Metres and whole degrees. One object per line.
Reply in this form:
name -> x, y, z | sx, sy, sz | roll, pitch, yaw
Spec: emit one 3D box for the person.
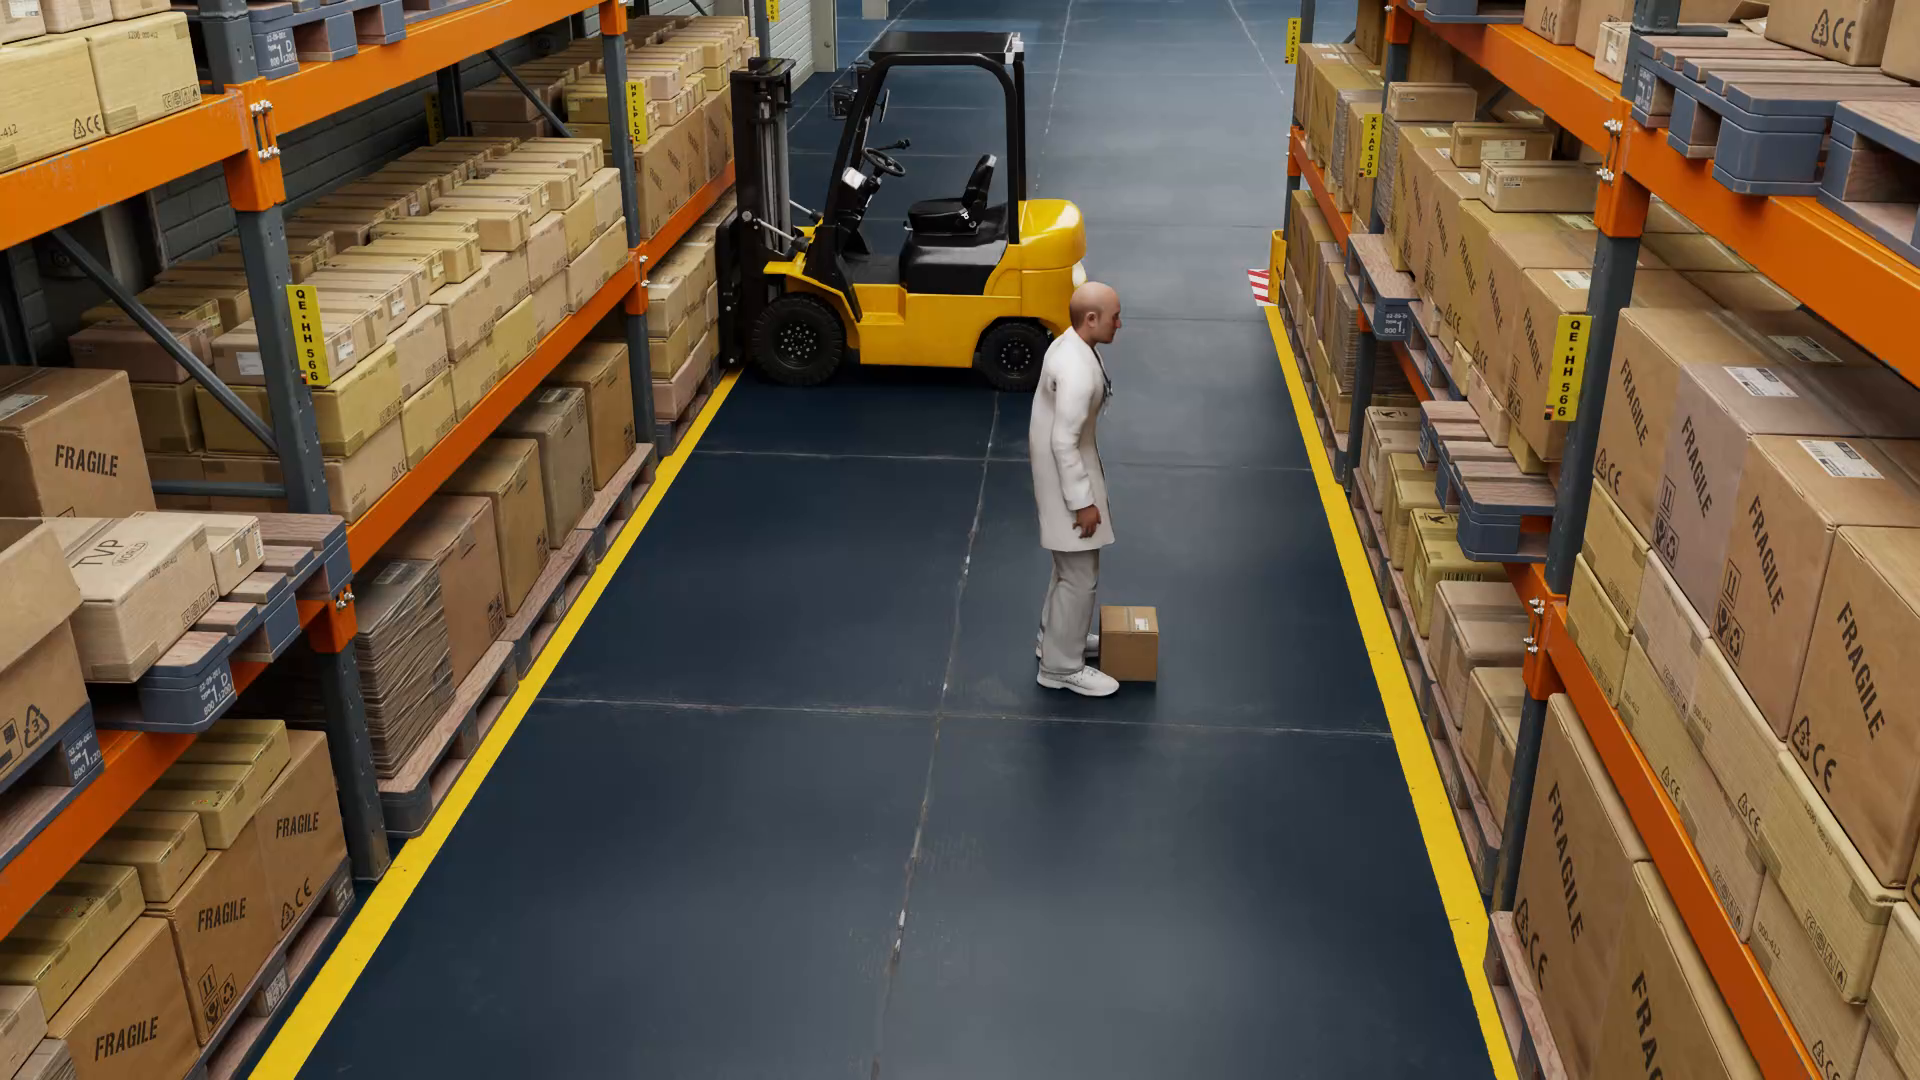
person -> 0.505, -0.237, 7.148 | 0.424, 1.774, 0.644 | 2, 24, 4
